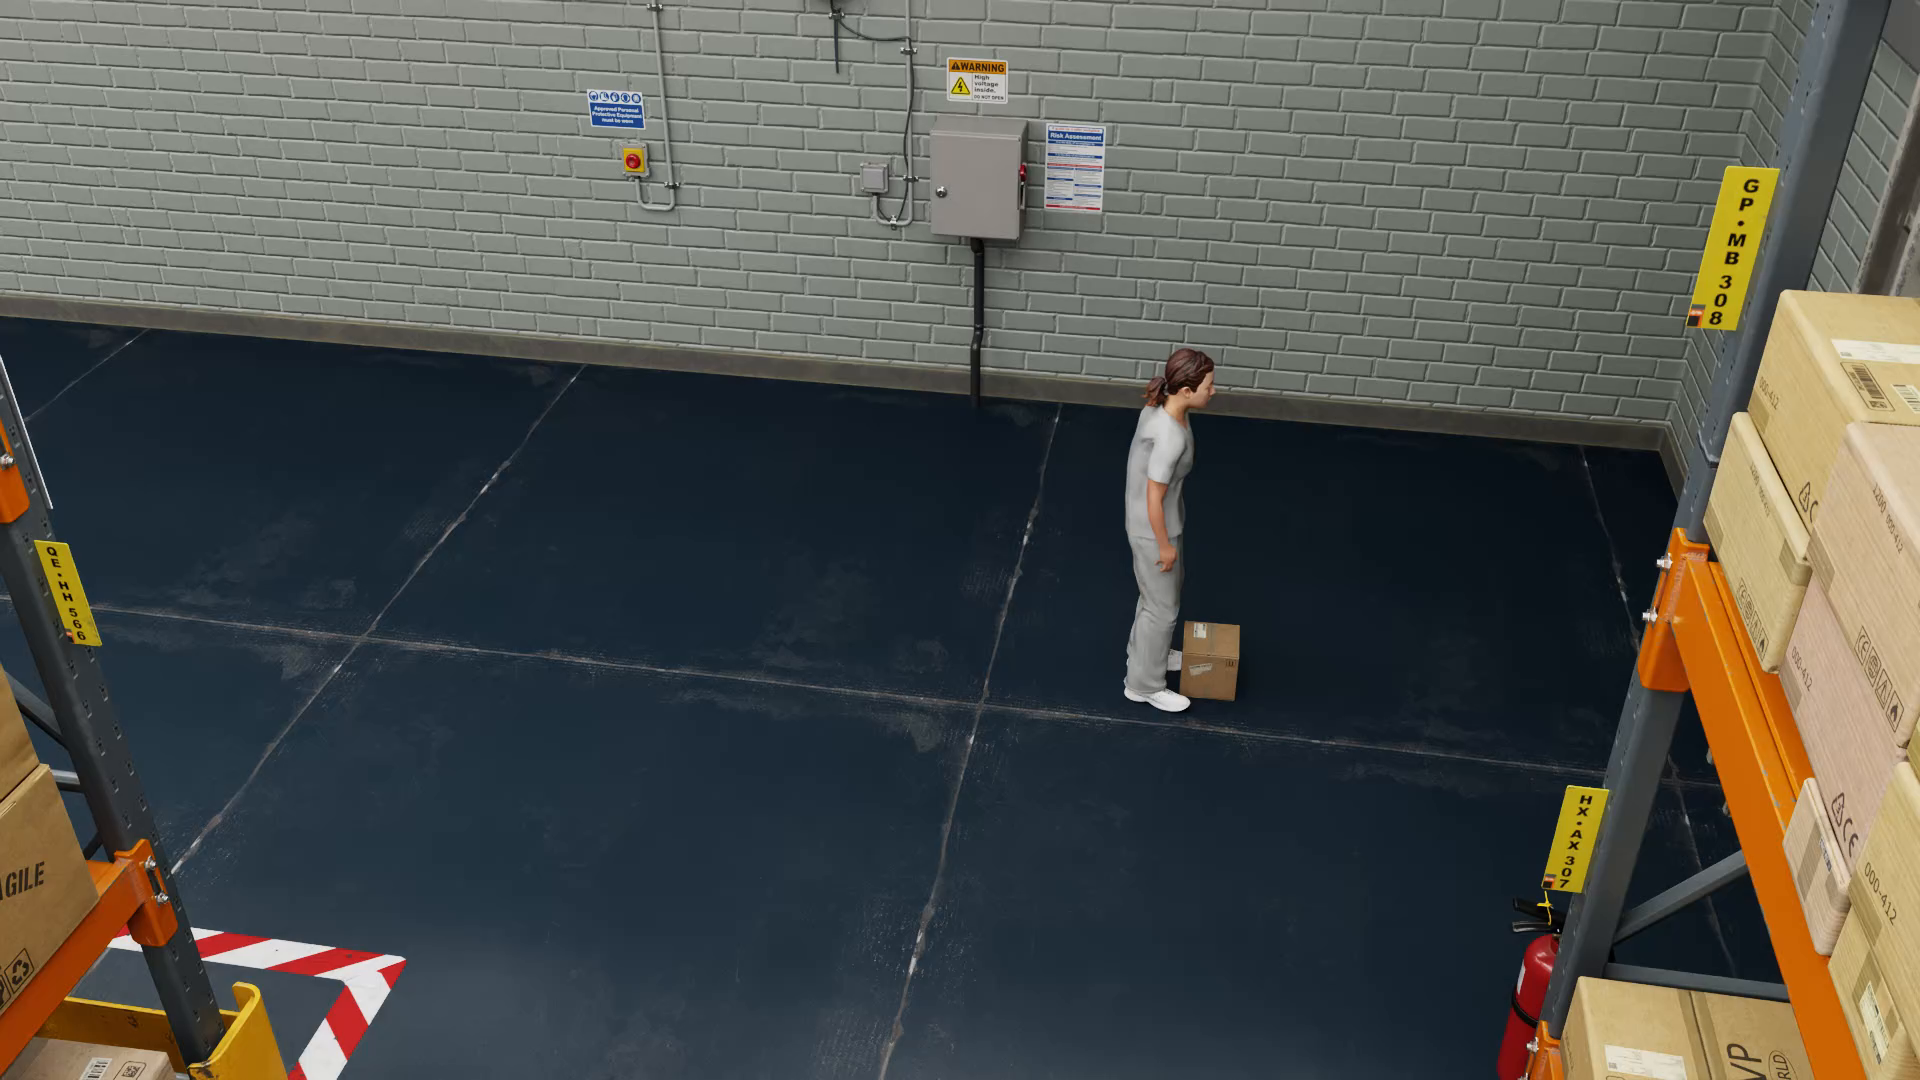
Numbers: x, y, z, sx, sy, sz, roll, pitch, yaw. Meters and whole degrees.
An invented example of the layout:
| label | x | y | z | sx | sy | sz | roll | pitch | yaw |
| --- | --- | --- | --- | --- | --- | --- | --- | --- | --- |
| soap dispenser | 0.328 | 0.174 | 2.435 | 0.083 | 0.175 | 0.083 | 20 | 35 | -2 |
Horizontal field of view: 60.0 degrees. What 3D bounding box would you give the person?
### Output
| label | x | y | z | sx | sy | sz | roll | pitch | yaw |
| --- | --- | --- | --- | --- | --- | --- | --- | --- | --- |
| person | 0.890 | -0.054 | 7.244 | 0.359 | 1.651 | 0.485 | 5 | 33 | 8 |
